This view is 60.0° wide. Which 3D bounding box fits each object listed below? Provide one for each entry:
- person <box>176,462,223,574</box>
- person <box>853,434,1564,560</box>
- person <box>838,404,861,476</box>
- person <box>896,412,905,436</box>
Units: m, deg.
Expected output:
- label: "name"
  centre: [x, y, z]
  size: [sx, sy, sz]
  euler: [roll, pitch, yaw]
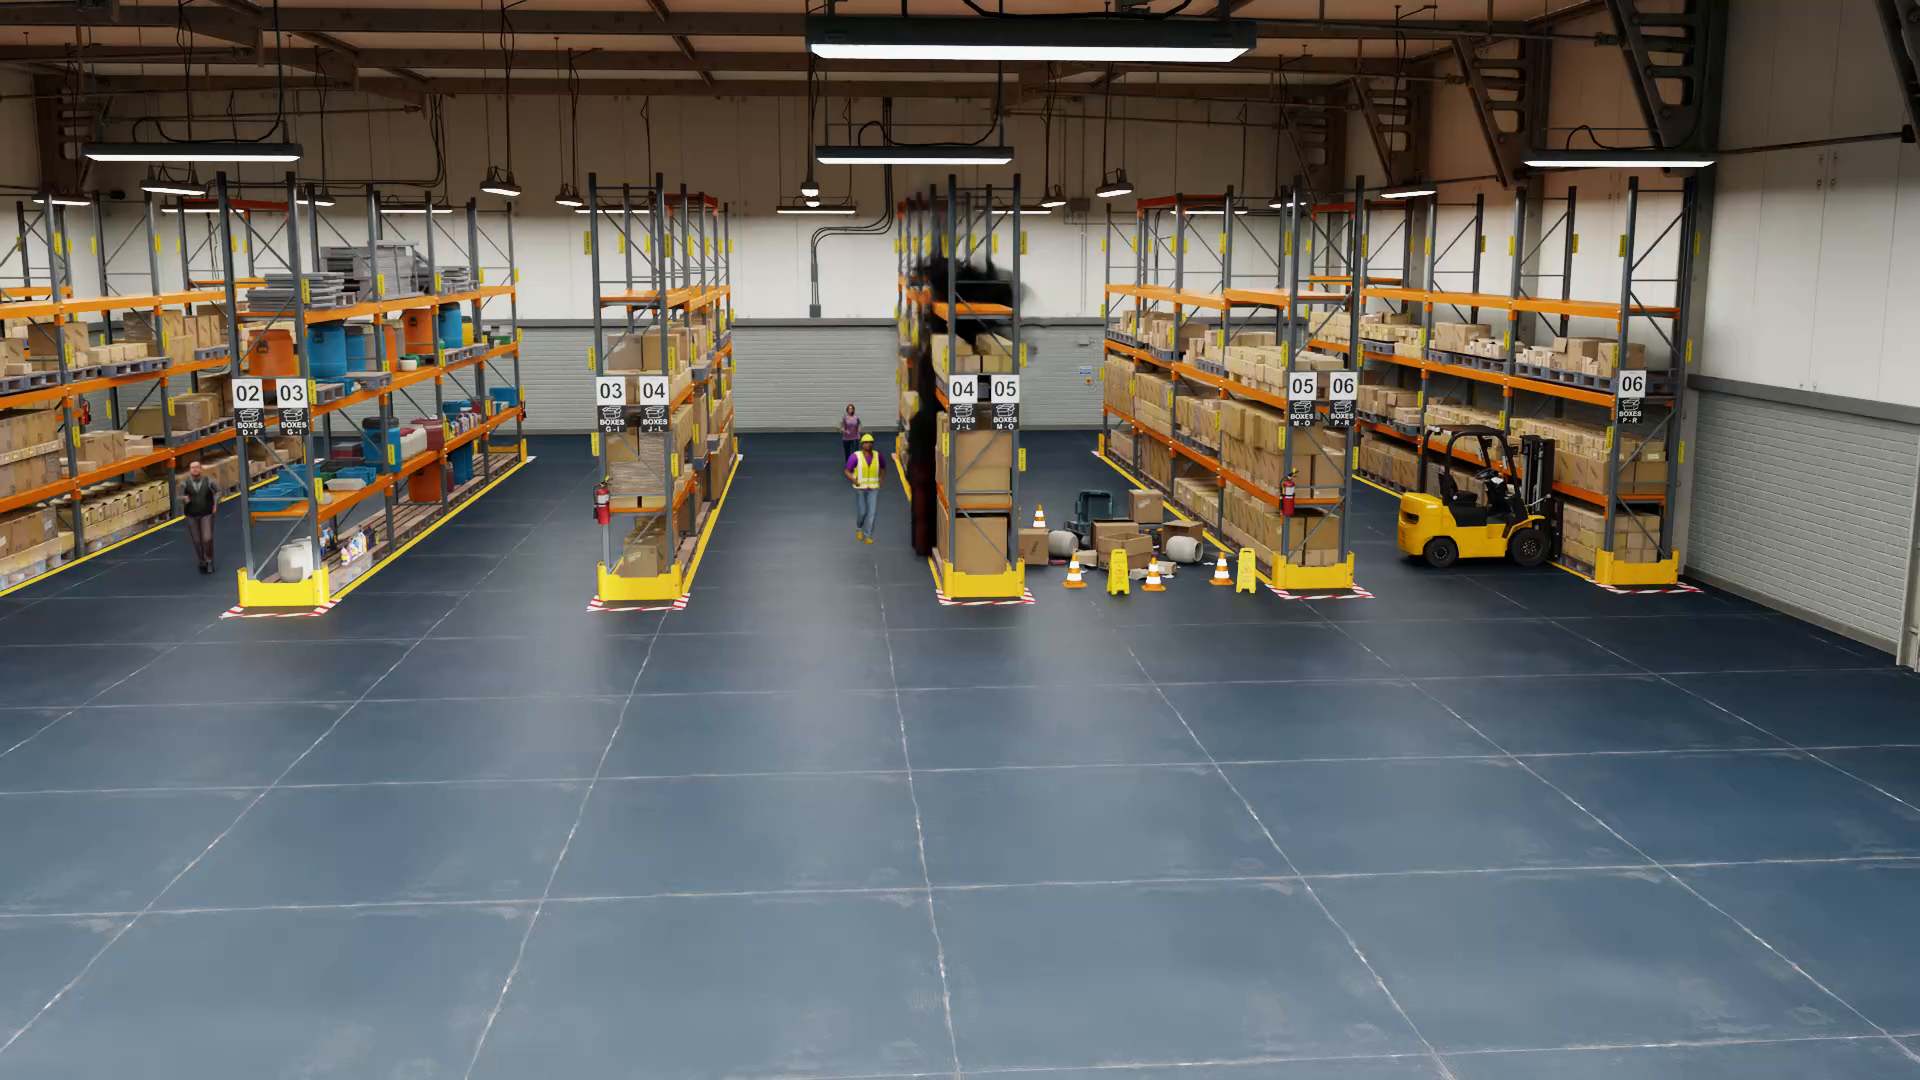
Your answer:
- label: "person"
  centre: [-11.749, -0.338, 25.717]
  size: [0.641, 1.747, 0.689]
  euler: [-3, 10, -16]
- label: "person"
  centre: [4.519, -0.705, 26.669]
  size: [11.965, 1.995, 4.177]
  euler: [-3, 10, -16]
- label: "person"
  centre: [-2.411, -2.141, 36.489]
  size: [0.537, 1.514, 0.820]
  euler: [-2, 10, -9]
- label: "person"
  centre: [-1.278, -3.041, 41.035]
  size: [0.620, 1.711, 0.758]
  euler: [-1, 10, -5]
